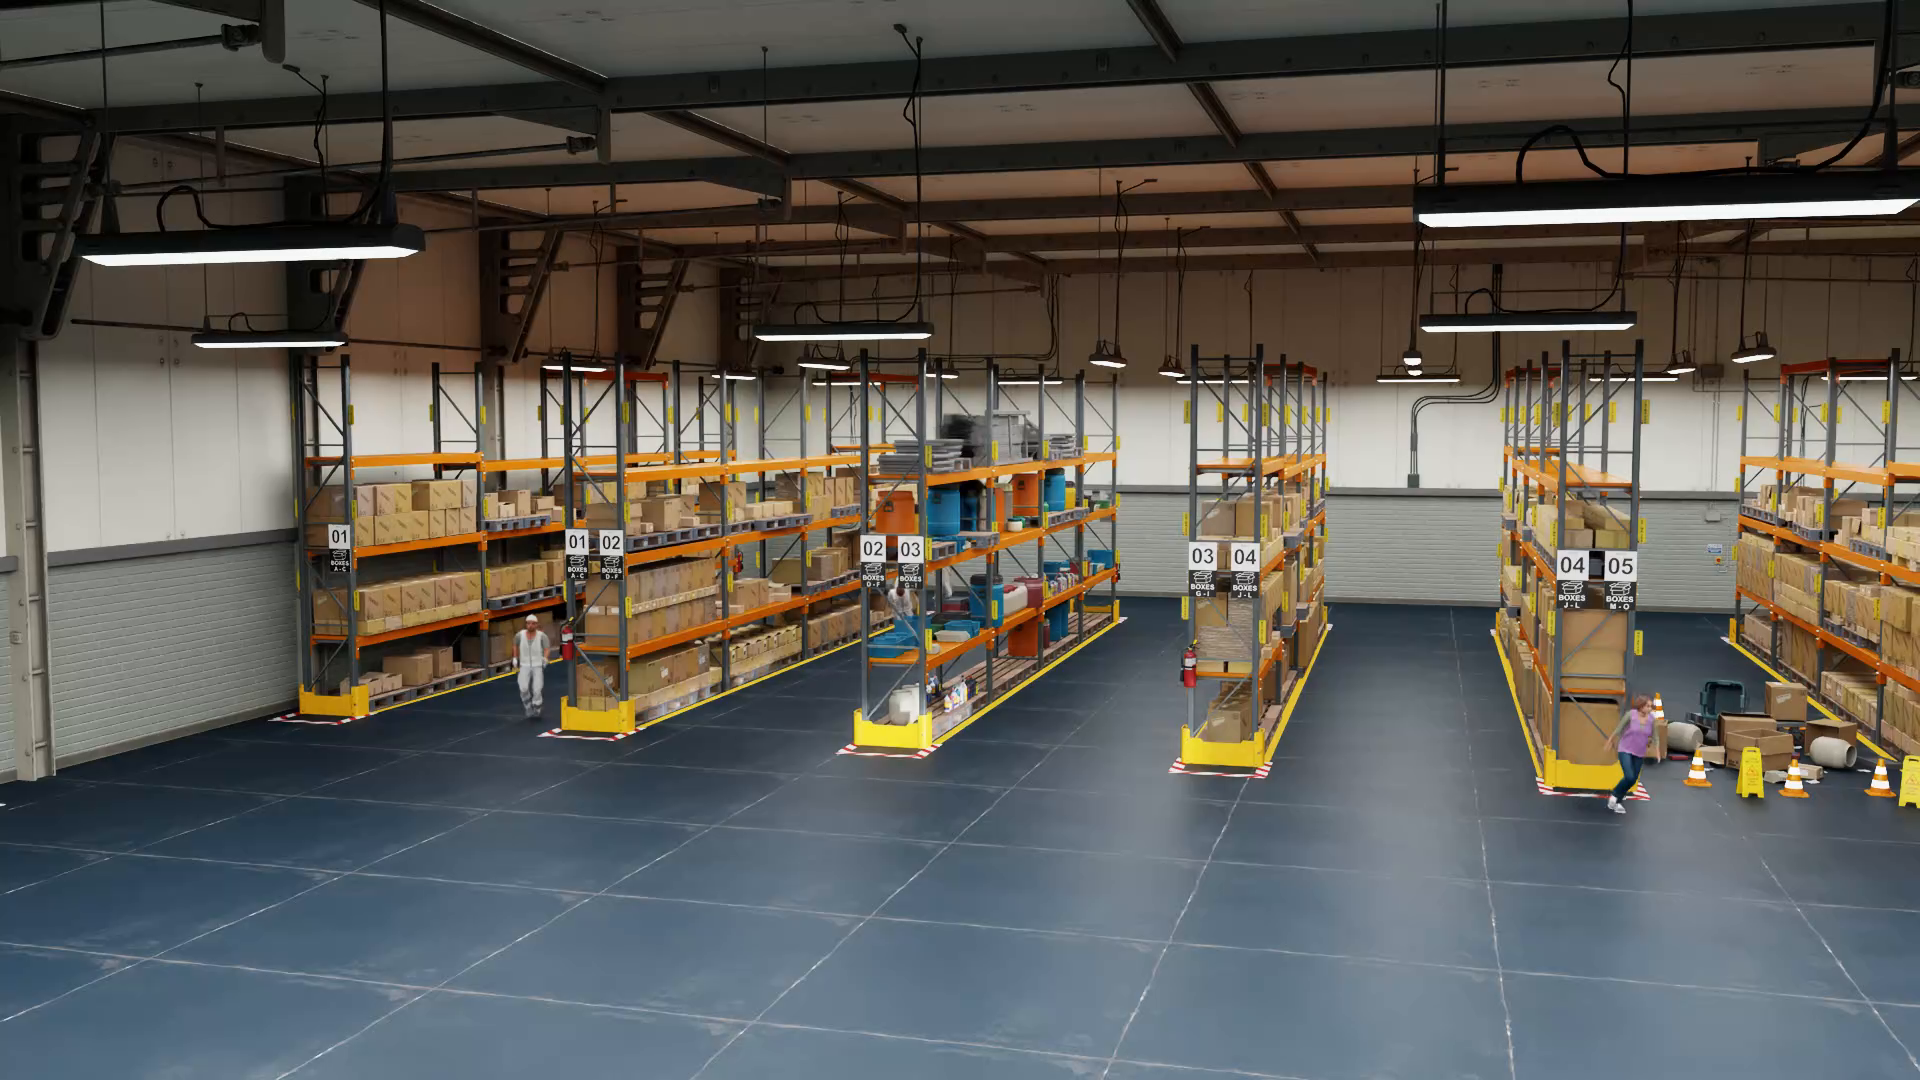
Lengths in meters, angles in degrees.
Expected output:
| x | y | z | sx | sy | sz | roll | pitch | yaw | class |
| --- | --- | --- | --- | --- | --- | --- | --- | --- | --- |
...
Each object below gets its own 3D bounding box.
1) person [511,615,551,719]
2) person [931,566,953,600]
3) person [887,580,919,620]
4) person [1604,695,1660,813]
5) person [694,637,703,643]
| x | y | z | sx | sy | sz | roll | pitch | yaw | class |
| --- | --- | --- | --- | --- | --- | --- | --- | --- | --- |
| -7.050 | 2.084 | 27.280 | 0.648 | 1.728 | 0.705 | -1 | 4 | -9 | person |
| -0.460 | 1.014 | 42.406 | 0.801 | 1.608 | 0.616 | 4 | 6 | 41 | person |
| -1.228 | 1.563 | 35.841 | 0.700 | 1.476 | 0.991 | 0 | 4 | -3 | person |
| 8.414 | 2.679 | 20.769 | 0.529 | 1.540 | 0.662 | -1 | 4 | -9 | person |
| -5.406 | 1.571 | 34.046 | 0.601 | 1.825 | 0.833 | 2 | 5 | 23 | person |
